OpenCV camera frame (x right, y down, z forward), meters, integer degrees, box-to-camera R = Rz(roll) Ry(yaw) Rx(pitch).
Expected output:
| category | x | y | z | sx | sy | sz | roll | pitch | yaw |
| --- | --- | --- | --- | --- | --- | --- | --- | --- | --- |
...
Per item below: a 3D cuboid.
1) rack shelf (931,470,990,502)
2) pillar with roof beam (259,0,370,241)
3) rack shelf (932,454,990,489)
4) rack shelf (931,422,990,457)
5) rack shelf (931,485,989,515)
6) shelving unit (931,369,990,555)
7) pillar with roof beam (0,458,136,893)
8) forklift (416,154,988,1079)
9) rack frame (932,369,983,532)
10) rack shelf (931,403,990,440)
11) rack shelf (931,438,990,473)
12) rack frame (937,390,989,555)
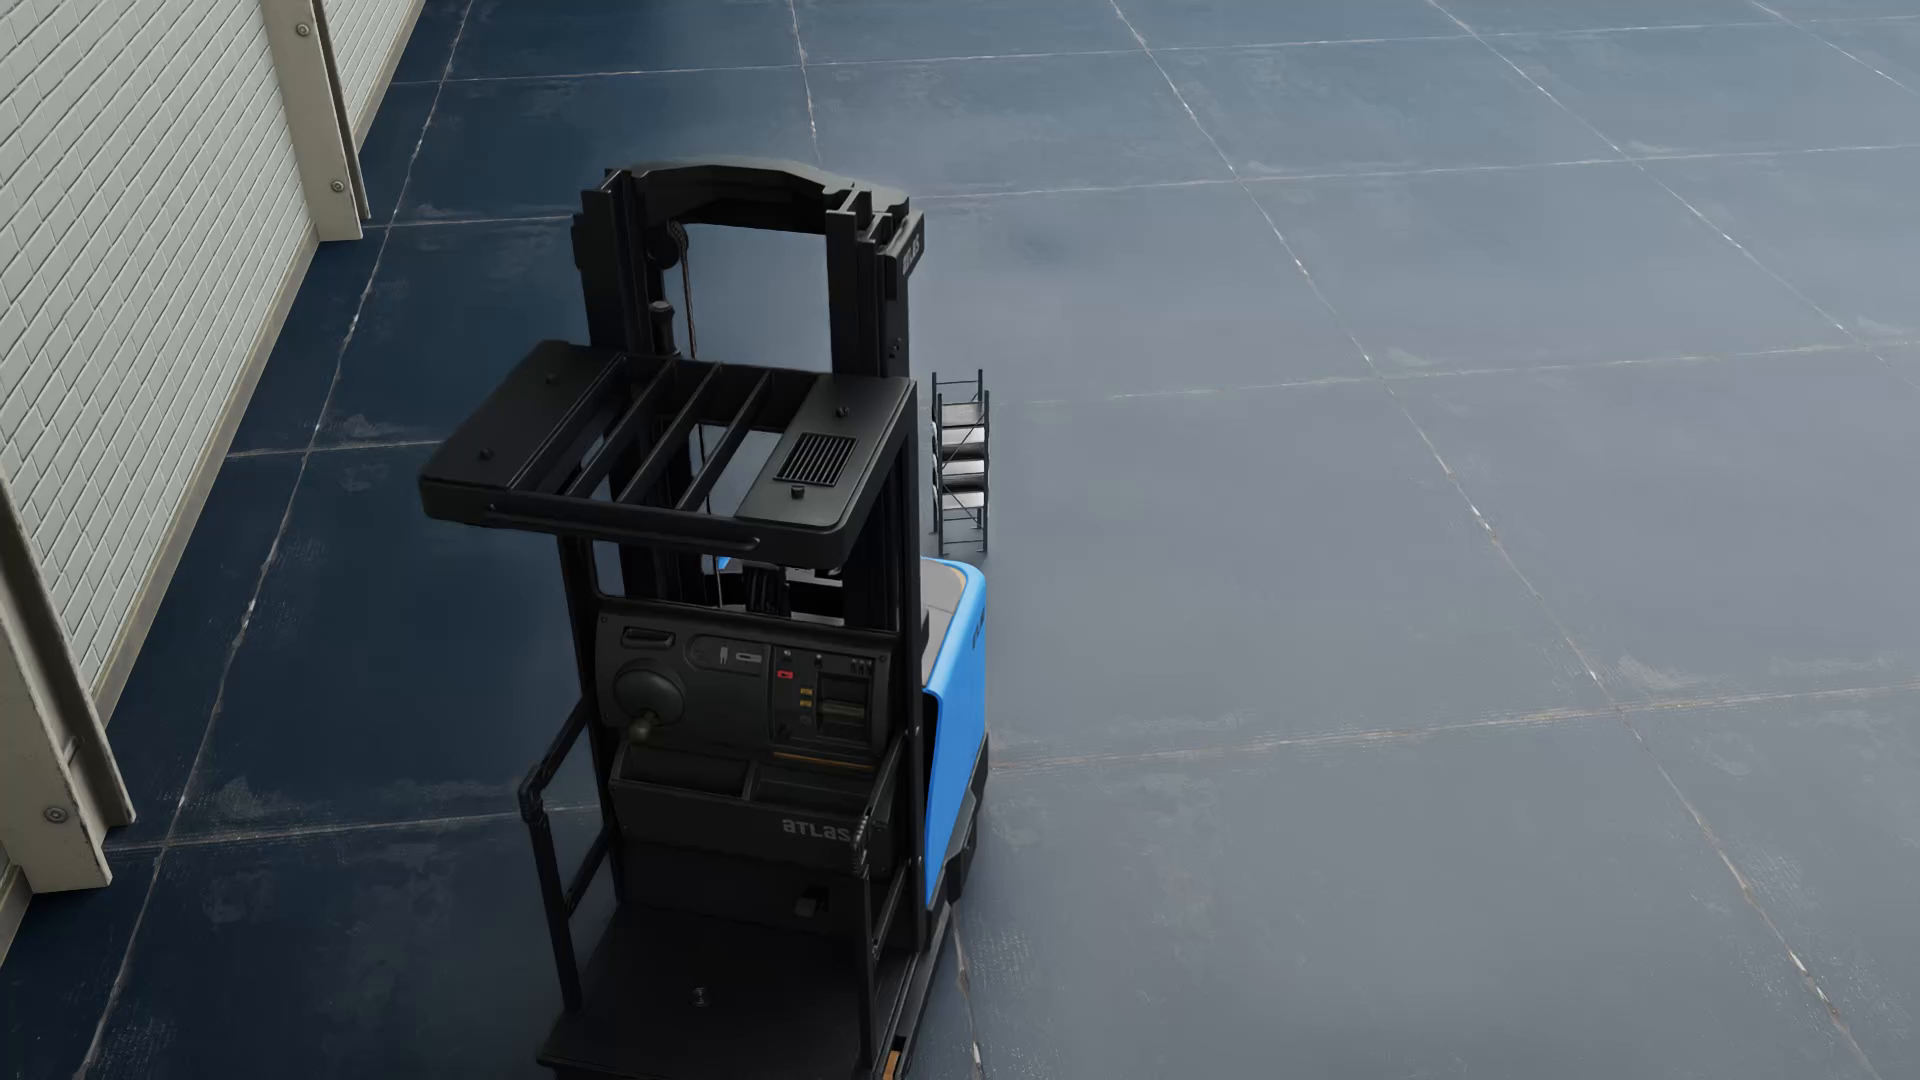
| category | x | y | z | sx | sy | sz | roll | pitch | yaw |
| --- | --- | --- | --- | --- | --- | --- | --- | --- | --- |
| rack shelf | 0.001 | -0.265 | 8.059 | 0.258 | 0.077 | 0.200 | -4 | 35 | -6 |
| pillar with roof beam | 0.044 | -6.176 | 9.322 | 9.100 | 9.000 | 0.400 | -4 | 35 | -6 |
| rack shelf | 0.001 | -0.340 | 8.009 | 0.258 | 0.077 | 0.200 | -4 | 35 | -6 |
| rack shelf | 0.001 | -0.489 | 7.907 | 0.258 | 0.077 | 0.200 | -4 | 35 | -6 |
| rack shelf | 0.001 | -0.191 | 8.110 | 0.258 | 0.077 | 0.200 | -4 | 35 | -6 |
| shelving unit | 0.001 | -0.367 | 7.990 | 0.258 | 0.900 | 0.210 | -4 | 35 | -6 |
| pillar with roof beam | 0.851 | -2.828 | 4.409 | 9.100 | 9.000 | 0.400 | -4 | 35 | -6 |
| forklift | -0.710 | 0.515 | 4.891 | 1.130 | 2.935 | 3.031 | 7 | 35 | 10 |
| rack frame | -0.013 | -0.424 | 8.073 | 0.240 | 0.900 | 0.006 | -4 | 35 | -6 |
| rack shelf | 0.001 | -0.563 | 7.857 | 0.258 | 0.077 | 0.200 | -4 | 35 | -6 |
| rack shelf | 0.001 | -0.414 | 7.958 | 0.258 | 0.077 | 0.200 | -4 | 35 | -6 |
| rack frame | 0.015 | -0.311 | 7.907 | 0.240 | 0.900 | 0.006 | -4 | 35 | -6 |
